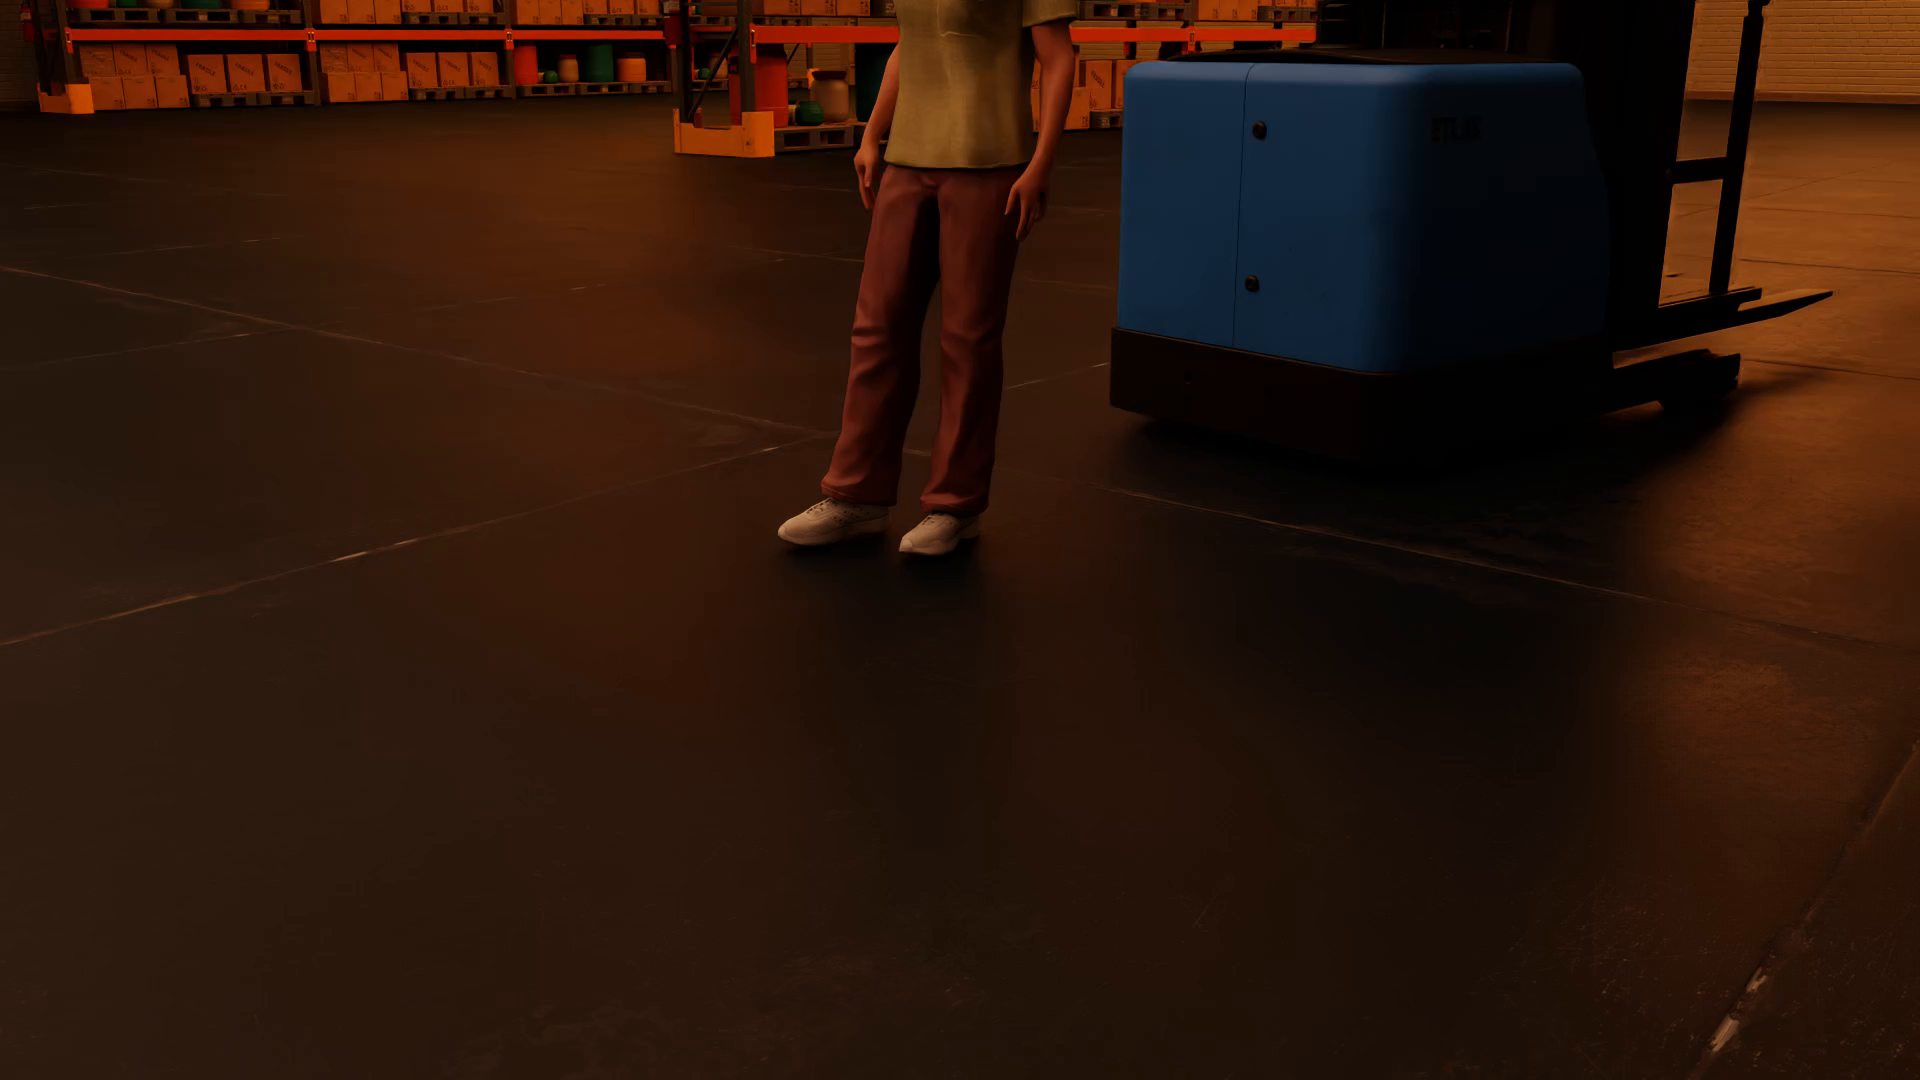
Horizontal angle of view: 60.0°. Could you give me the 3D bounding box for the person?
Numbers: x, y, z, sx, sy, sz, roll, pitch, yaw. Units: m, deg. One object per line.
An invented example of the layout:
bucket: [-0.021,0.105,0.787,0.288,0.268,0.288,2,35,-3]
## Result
person: [-0.056,-0.794,3.649,0.553,1.675,0.549,13,21,37]

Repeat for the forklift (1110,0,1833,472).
forklift: [1.910,-1.916,5.207,3.031,2.935,1.130,-14,22,-38]
